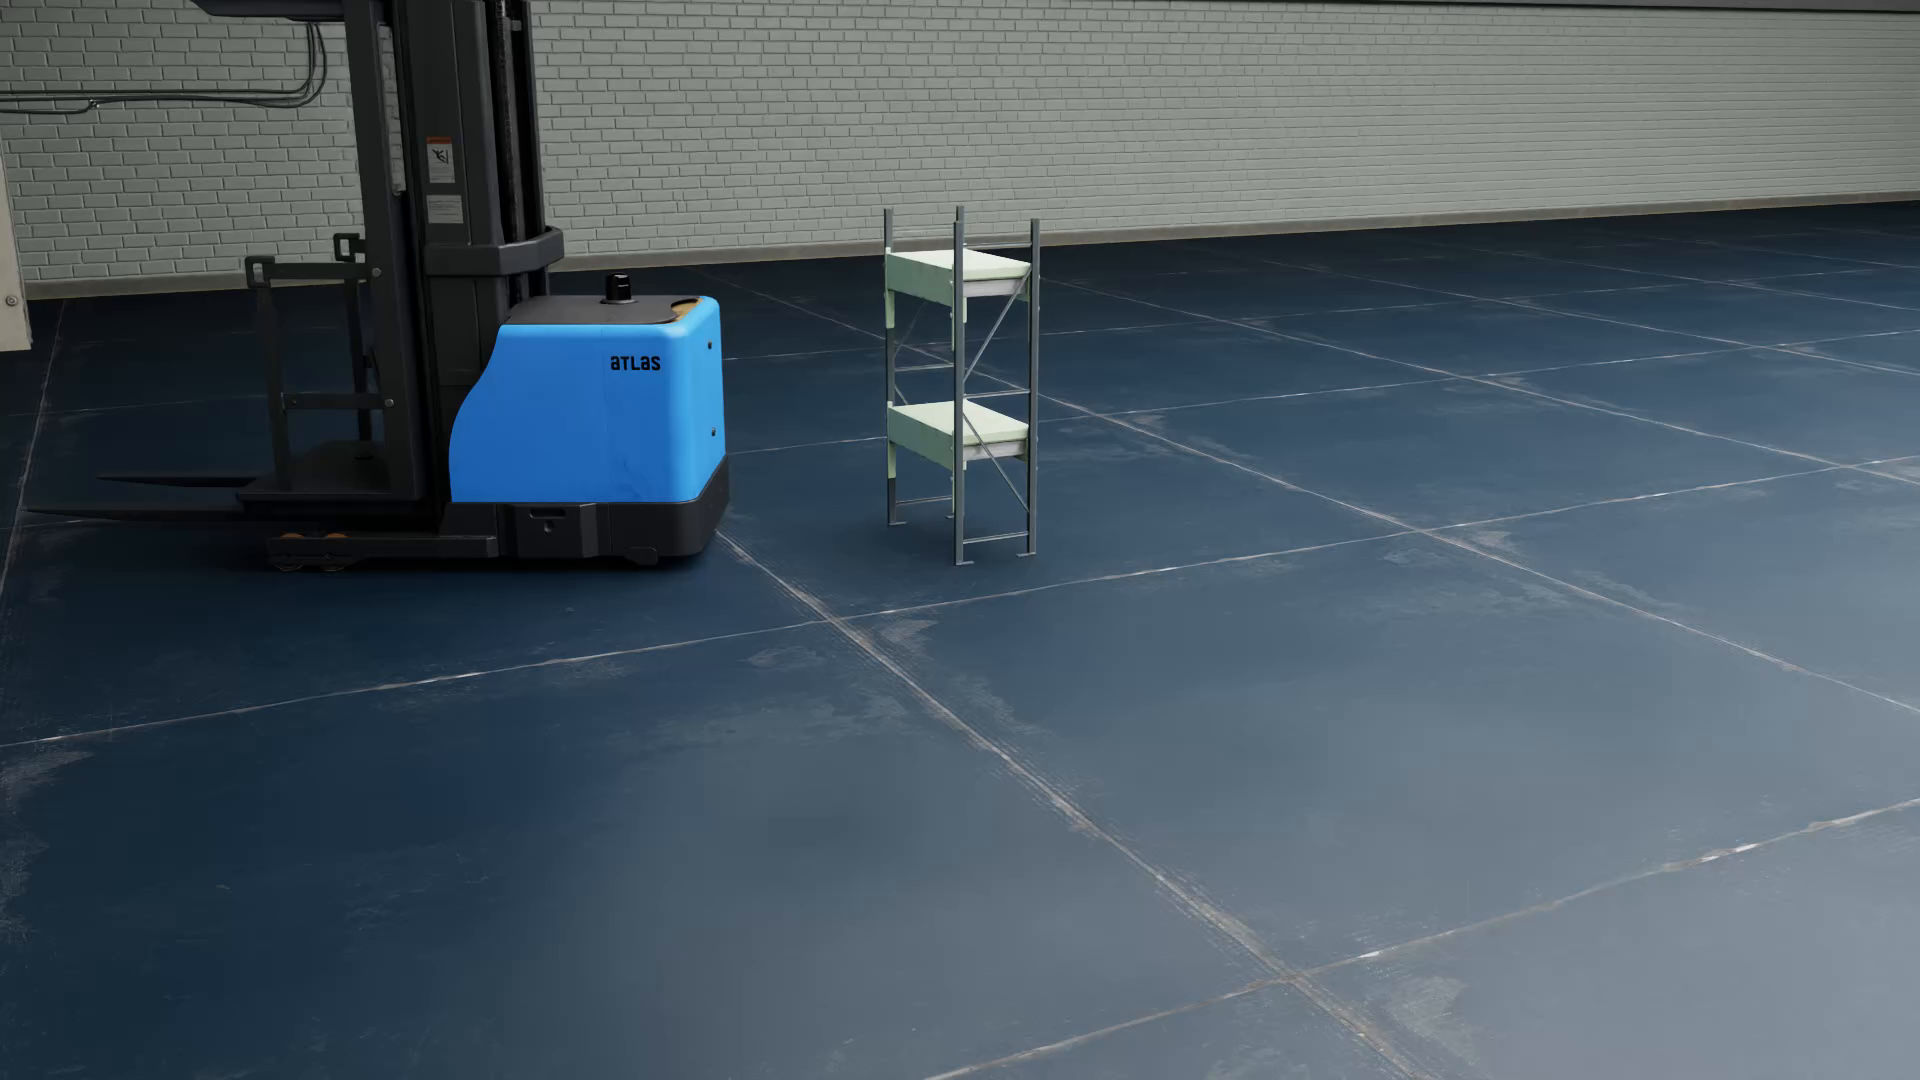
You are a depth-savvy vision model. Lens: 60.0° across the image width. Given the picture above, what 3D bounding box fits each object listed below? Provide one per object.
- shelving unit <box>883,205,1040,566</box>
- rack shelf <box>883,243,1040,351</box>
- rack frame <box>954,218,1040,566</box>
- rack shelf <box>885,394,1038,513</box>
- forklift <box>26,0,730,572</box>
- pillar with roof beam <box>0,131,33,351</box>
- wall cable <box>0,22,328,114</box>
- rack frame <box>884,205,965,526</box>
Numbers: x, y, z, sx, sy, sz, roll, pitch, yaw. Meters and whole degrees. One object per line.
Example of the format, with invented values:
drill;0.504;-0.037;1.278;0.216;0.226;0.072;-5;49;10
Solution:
shelving unit;-0.003;-0.723;7.550;0.431;1.500;0.755;-8;18;-25
rack shelf;-0.003;-1.098;7.442;0.431;0.370;0.720;-8;18;-25
rack frame;0.157;-0.632;7.233;0.400;1.500;0.023;-8;18;-25
rack shelf;-0.003;-0.409;7.639;0.431;0.370;0.720;-8;18;-25
forklift;-2.647;-1.416;7.372;3.031;2.935;1.130;0;16;1
pillar with roof beam;-3.568;-6.356;13.585;9.100;9.000;0.400;-8;18;-25
wall cable;-7.540;-5.233;15.303;3.097;2.526;0.112;-8;18;-25
rack frame;-0.163;-0.813;7.866;0.400;1.500;0.023;-8;18;-25
